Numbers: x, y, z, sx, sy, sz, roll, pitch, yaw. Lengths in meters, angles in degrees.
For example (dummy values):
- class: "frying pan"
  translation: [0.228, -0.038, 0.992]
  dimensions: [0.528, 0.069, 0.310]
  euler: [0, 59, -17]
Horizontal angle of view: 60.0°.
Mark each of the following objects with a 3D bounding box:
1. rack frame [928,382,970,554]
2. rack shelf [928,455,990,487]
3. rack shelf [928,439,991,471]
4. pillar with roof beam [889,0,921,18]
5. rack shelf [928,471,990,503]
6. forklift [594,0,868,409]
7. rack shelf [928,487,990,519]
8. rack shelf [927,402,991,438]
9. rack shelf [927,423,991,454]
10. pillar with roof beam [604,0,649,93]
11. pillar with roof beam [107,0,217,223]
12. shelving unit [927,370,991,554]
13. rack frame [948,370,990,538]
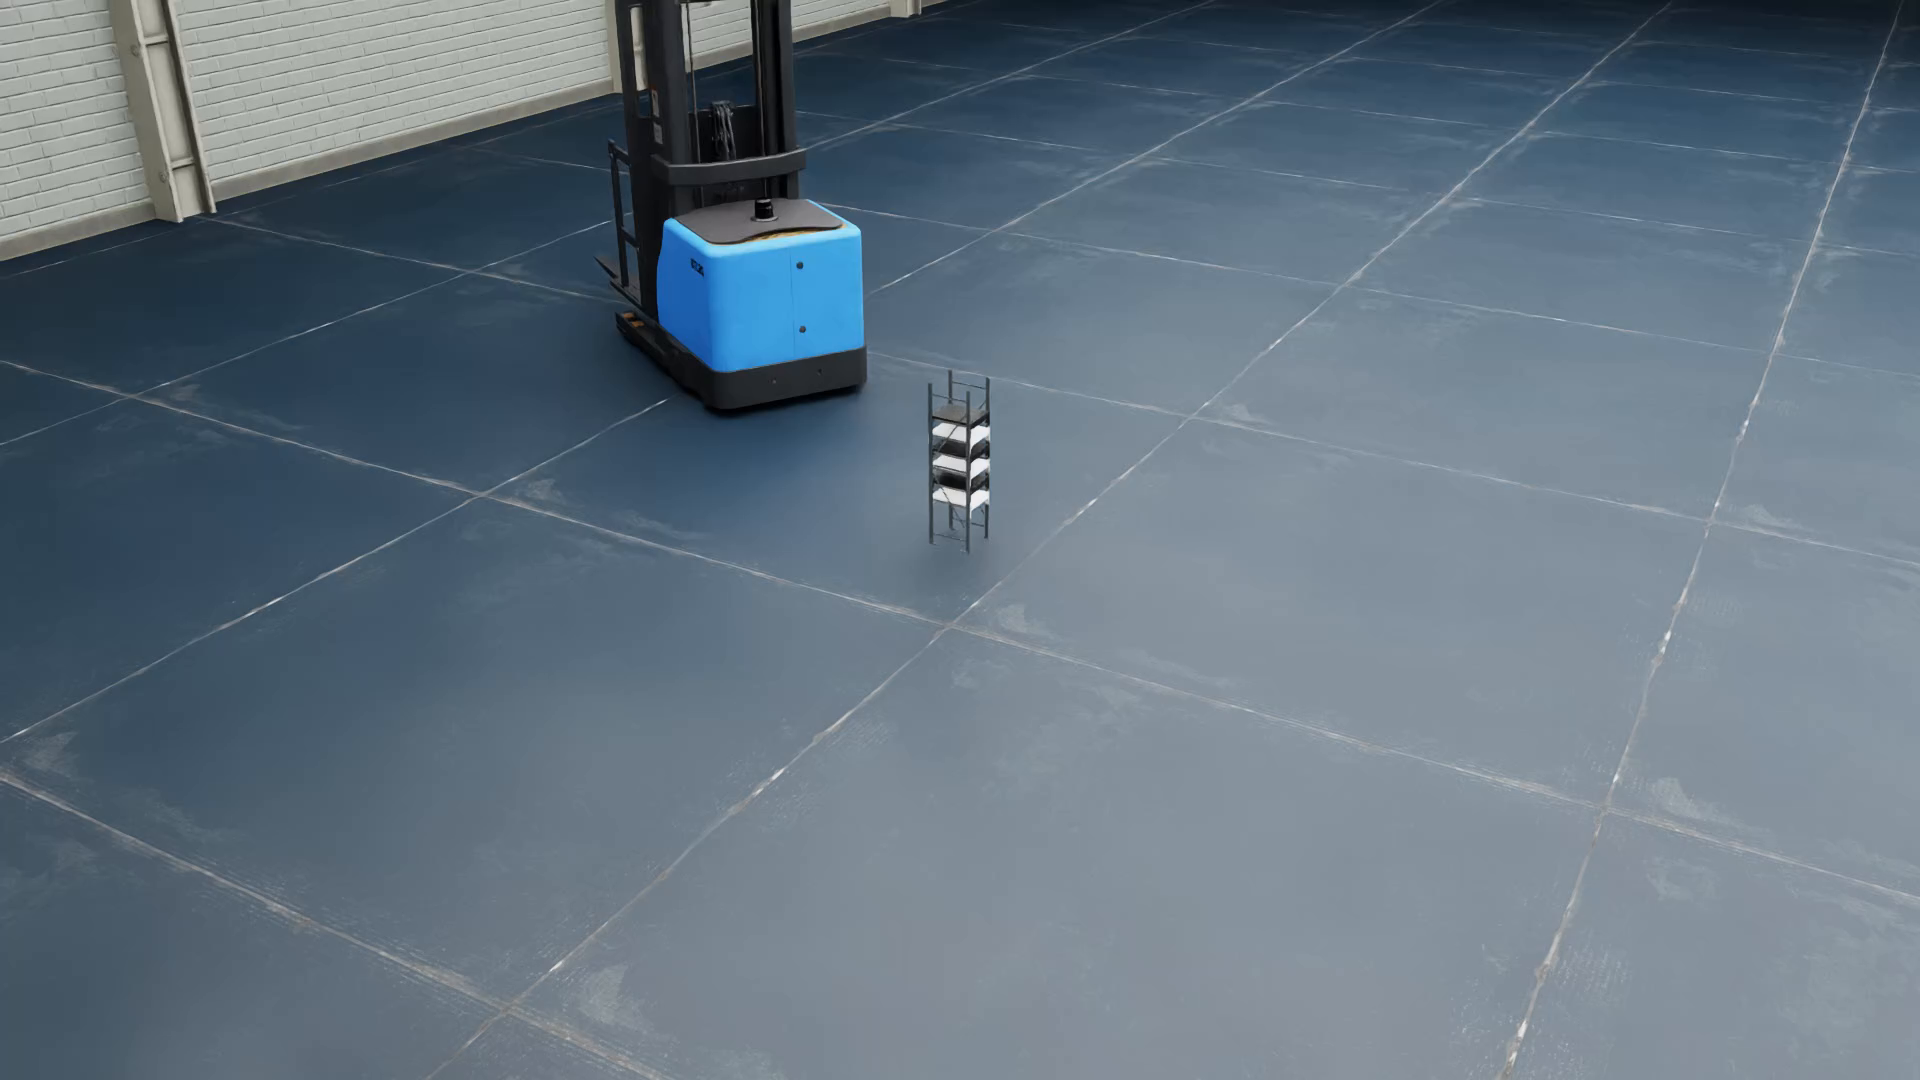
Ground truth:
- class: "rack frame"
  translation: [-0.054, -0.360, 8.463]
  dimensions: [0.240, 0.900, 0.006]
  euler: [14, 30, 26]
- class: "rack shelf"
  translation: [-0.004, -0.369, 8.557]
  dimensions: [0.258, 0.077, 0.200]
  euler: [14, 30, 26]
- class: "rack shelf"
  translation: [-0.004, -0.450, 8.517]
  dimensions: [0.258, 0.077, 0.200]
  euler: [14, 30, 26]
- class: "pillar with roof beam"
  translation: [2.966, -10.561, 19.795]
  dimensions: [9.100, 9.000, 0.400]
  euler: [14, 30, 26]
- class: "rack shelf"
  translation: [-0.004, -0.289, 8.597]
  dimensions: [0.258, 0.077, 0.200]
  euler: [14, 30, 26]
- class: "forklift"
  translation: [-1.739, -2.737, 10.944]
  dimensions: [1.130, 2.935, 3.031]
  euler: [-14, 30, -25]
- class: "rack shelf"
  translation: [-0.004, -0.208, 8.638]
  dimensions: [0.258, 0.077, 0.200]
  euler: [14, 30, 26]
- class: "rack shelf"
  translation: [-0.004, -0.611, 8.436]
  dimensions: [0.258, 0.077, 0.200]
  euler: [14, 30, 26]
- class: "rack shelf"
  translation: [-0.004, -0.530, 8.477]
  dimensions: [0.258, 0.077, 0.200]
  euler: [14, 30, 26]
- class: "pillar with roof beam"
  translation: [0.014, -8.223, 15.124]
  dimensions: [9.100, 9.000, 0.400]
  euler: [14, 30, 26]
- class: "pillar with roof beam"
  translation: [-2.937, -5.885, 10.452]
  dimensions: [9.100, 9.000, 0.400]
  euler: [14, 30, 26]
- class: "shelving unit"
  translation: [-0.004, -0.399, 8.542]
  dimensions: [0.258, 0.900, 0.210]
  euler: [14, 30, 26]
- class: "rack frame"
  translation: [0.046, -0.439, 8.621]
  dimensions: [0.240, 0.900, 0.006]
  euler: [14, 30, 26]
